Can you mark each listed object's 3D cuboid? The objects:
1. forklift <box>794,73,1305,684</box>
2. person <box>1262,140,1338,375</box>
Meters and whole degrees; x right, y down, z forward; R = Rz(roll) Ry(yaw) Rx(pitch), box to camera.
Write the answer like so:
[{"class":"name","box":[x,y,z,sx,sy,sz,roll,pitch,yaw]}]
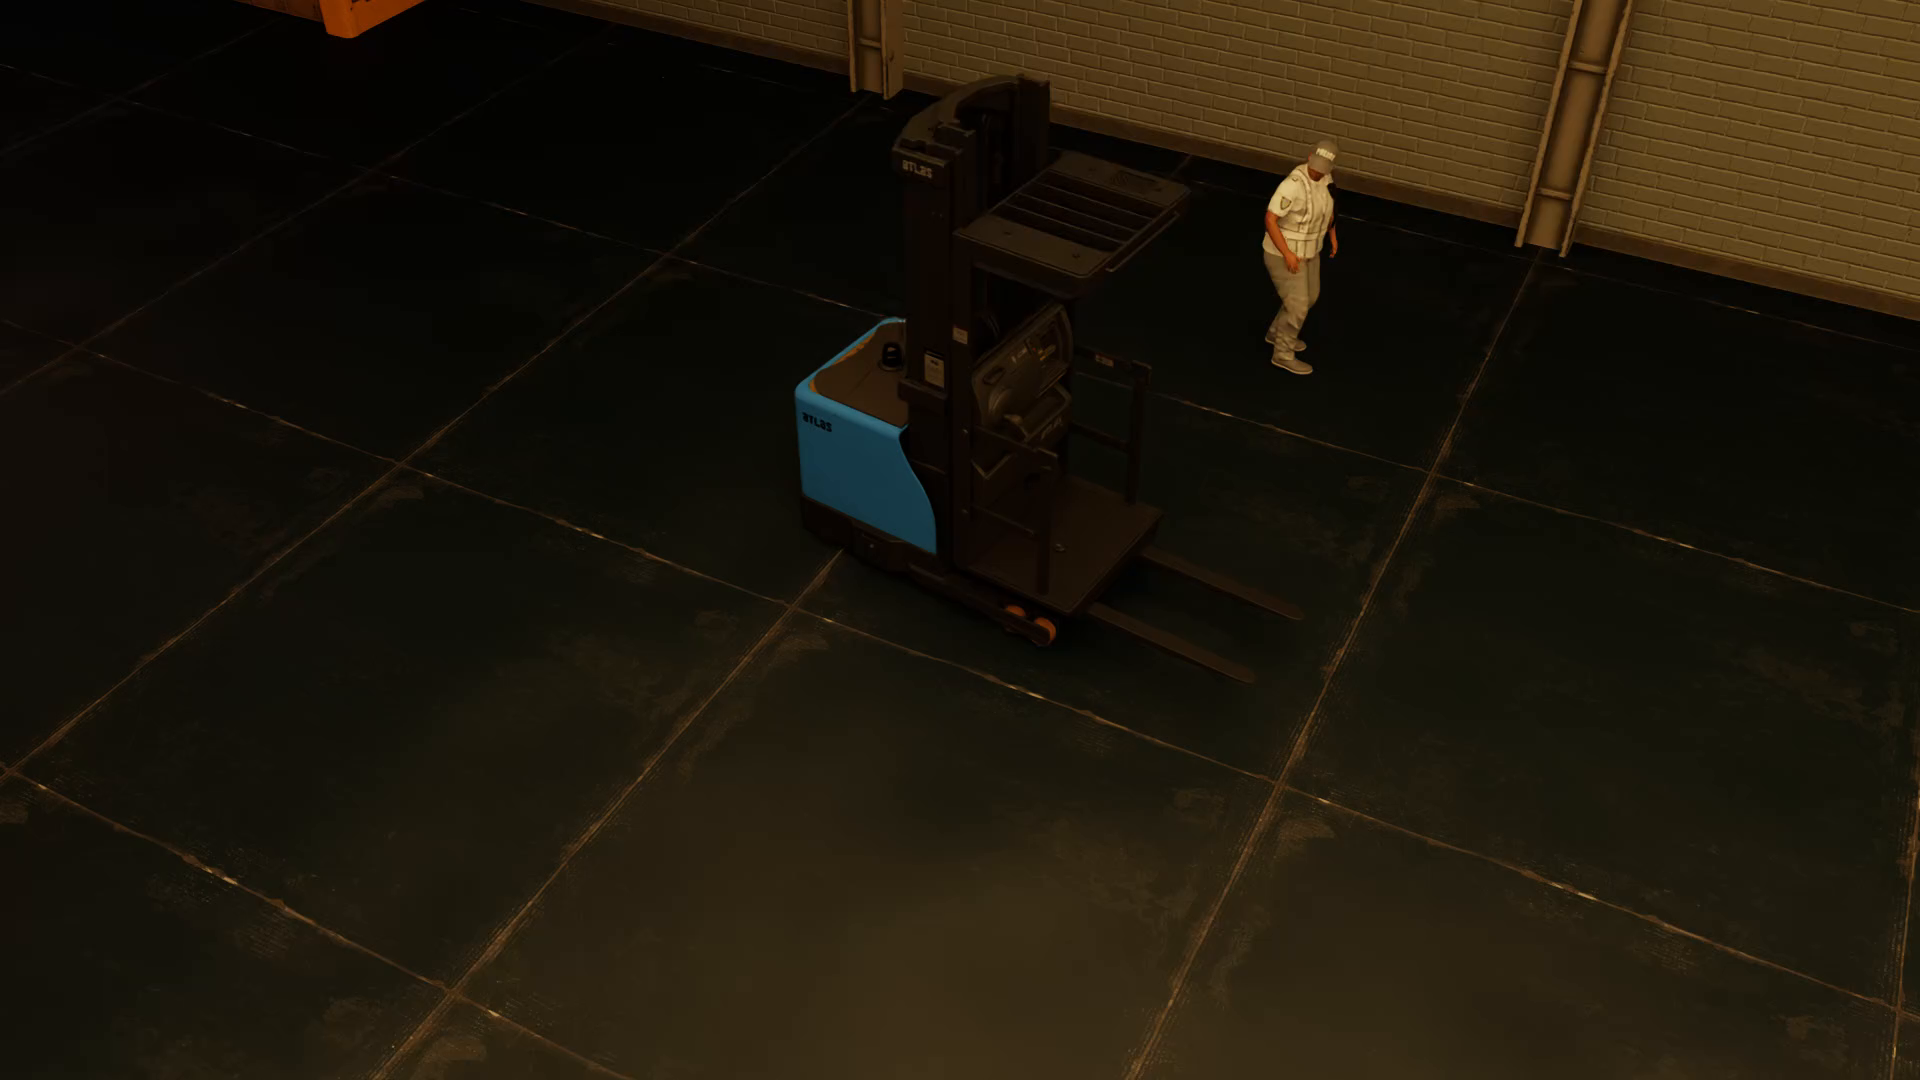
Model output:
[{"class":"forklift","box":[0.520,-0.904,9.060,3.031,2.935,1.130,24,46,26]},{"class":"person","box":[2.353,-1.963,11.331,0.512,1.638,0.674,26,46,27]}]
